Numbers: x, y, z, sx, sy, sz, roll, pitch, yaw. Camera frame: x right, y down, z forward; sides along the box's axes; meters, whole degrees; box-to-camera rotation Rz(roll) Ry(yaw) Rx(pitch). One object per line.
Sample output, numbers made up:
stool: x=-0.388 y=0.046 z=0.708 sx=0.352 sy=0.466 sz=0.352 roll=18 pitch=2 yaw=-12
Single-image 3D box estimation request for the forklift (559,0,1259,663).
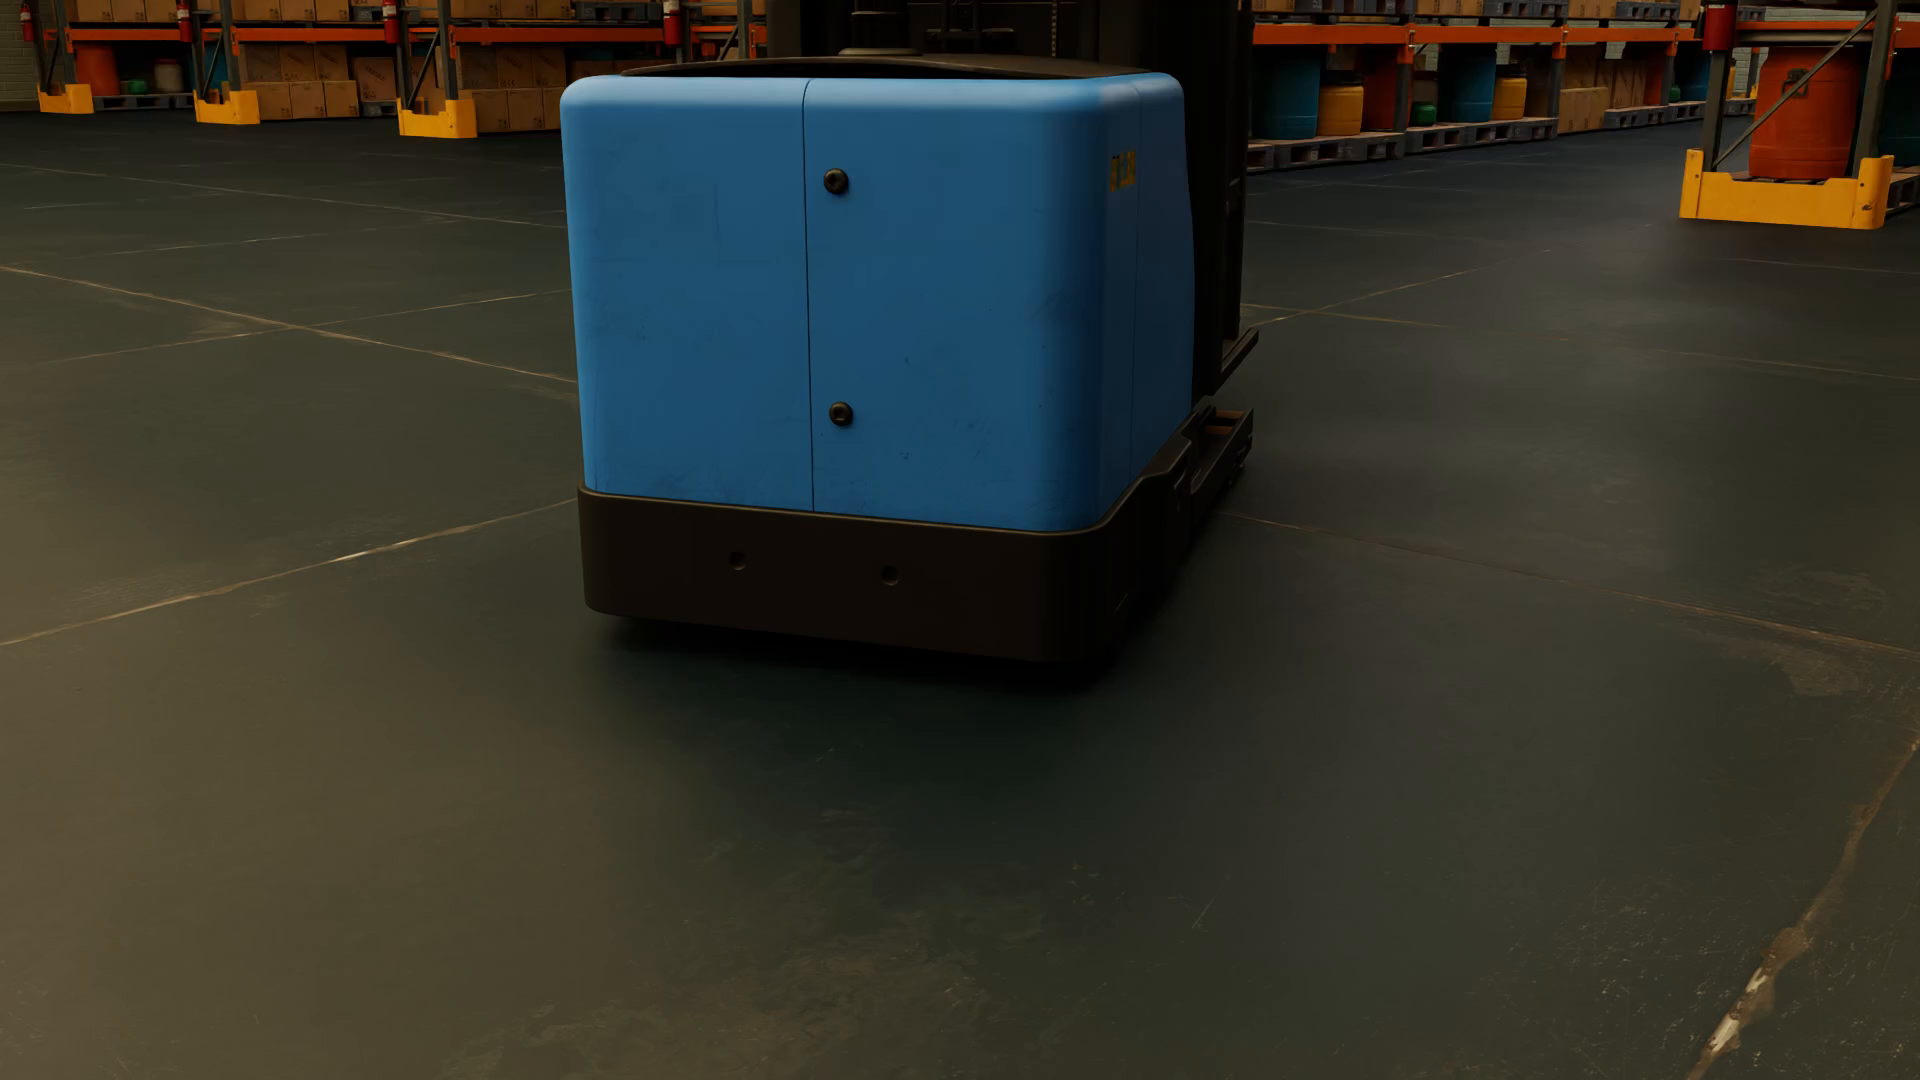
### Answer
forklift: x=0.182 y=-1.571 z=4.072 sx=1.130 sy=2.935 sz=3.031 roll=5 pitch=18 yaw=17
